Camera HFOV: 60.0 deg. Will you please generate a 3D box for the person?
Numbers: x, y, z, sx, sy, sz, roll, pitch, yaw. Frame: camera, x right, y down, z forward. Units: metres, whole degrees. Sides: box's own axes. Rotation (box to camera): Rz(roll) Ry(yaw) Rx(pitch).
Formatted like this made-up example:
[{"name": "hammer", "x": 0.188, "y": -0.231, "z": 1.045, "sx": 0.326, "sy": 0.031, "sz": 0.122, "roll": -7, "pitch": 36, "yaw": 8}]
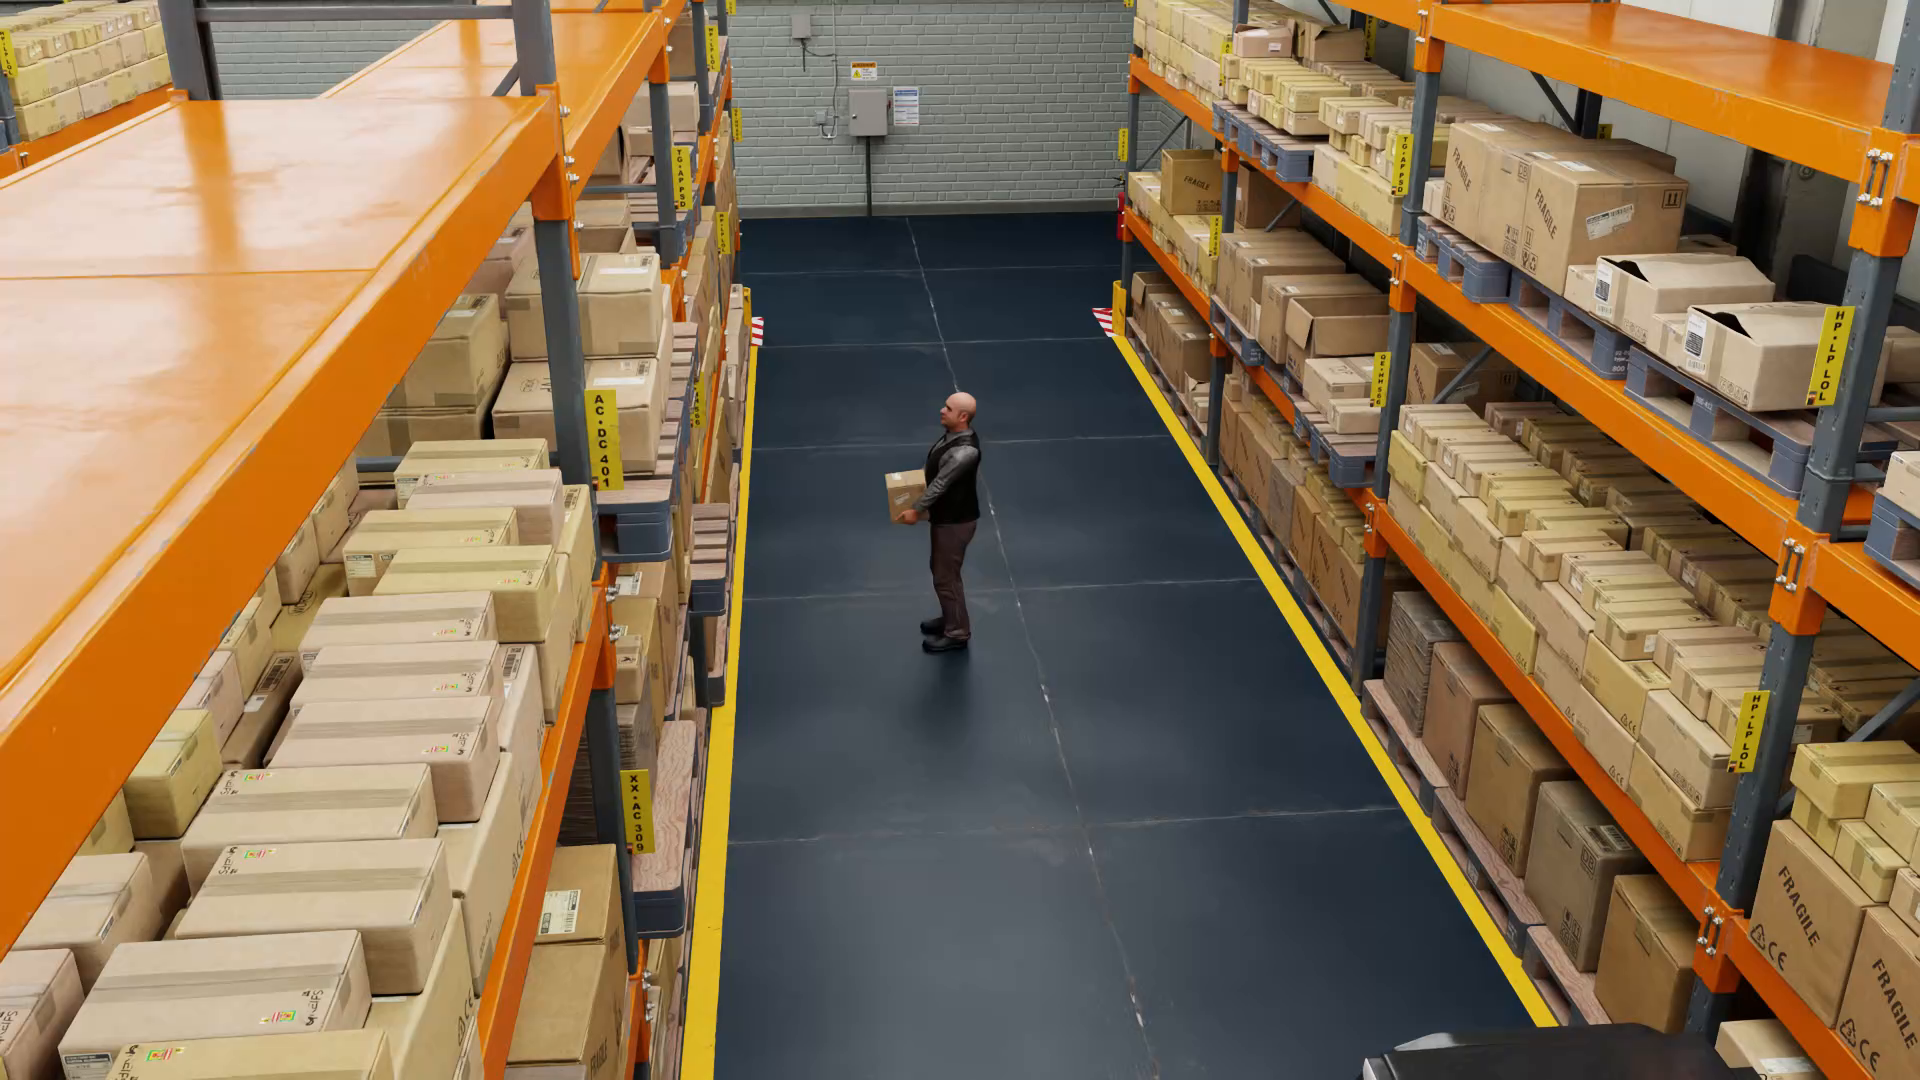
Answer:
[{"name": "person", "x": -0.145, "y": -0.124, "z": 10.654, "sx": 0.551, "sy": 1.711, "sz": 0.494, "roll": -2, "pitch": 24, "yaw": -5}]
